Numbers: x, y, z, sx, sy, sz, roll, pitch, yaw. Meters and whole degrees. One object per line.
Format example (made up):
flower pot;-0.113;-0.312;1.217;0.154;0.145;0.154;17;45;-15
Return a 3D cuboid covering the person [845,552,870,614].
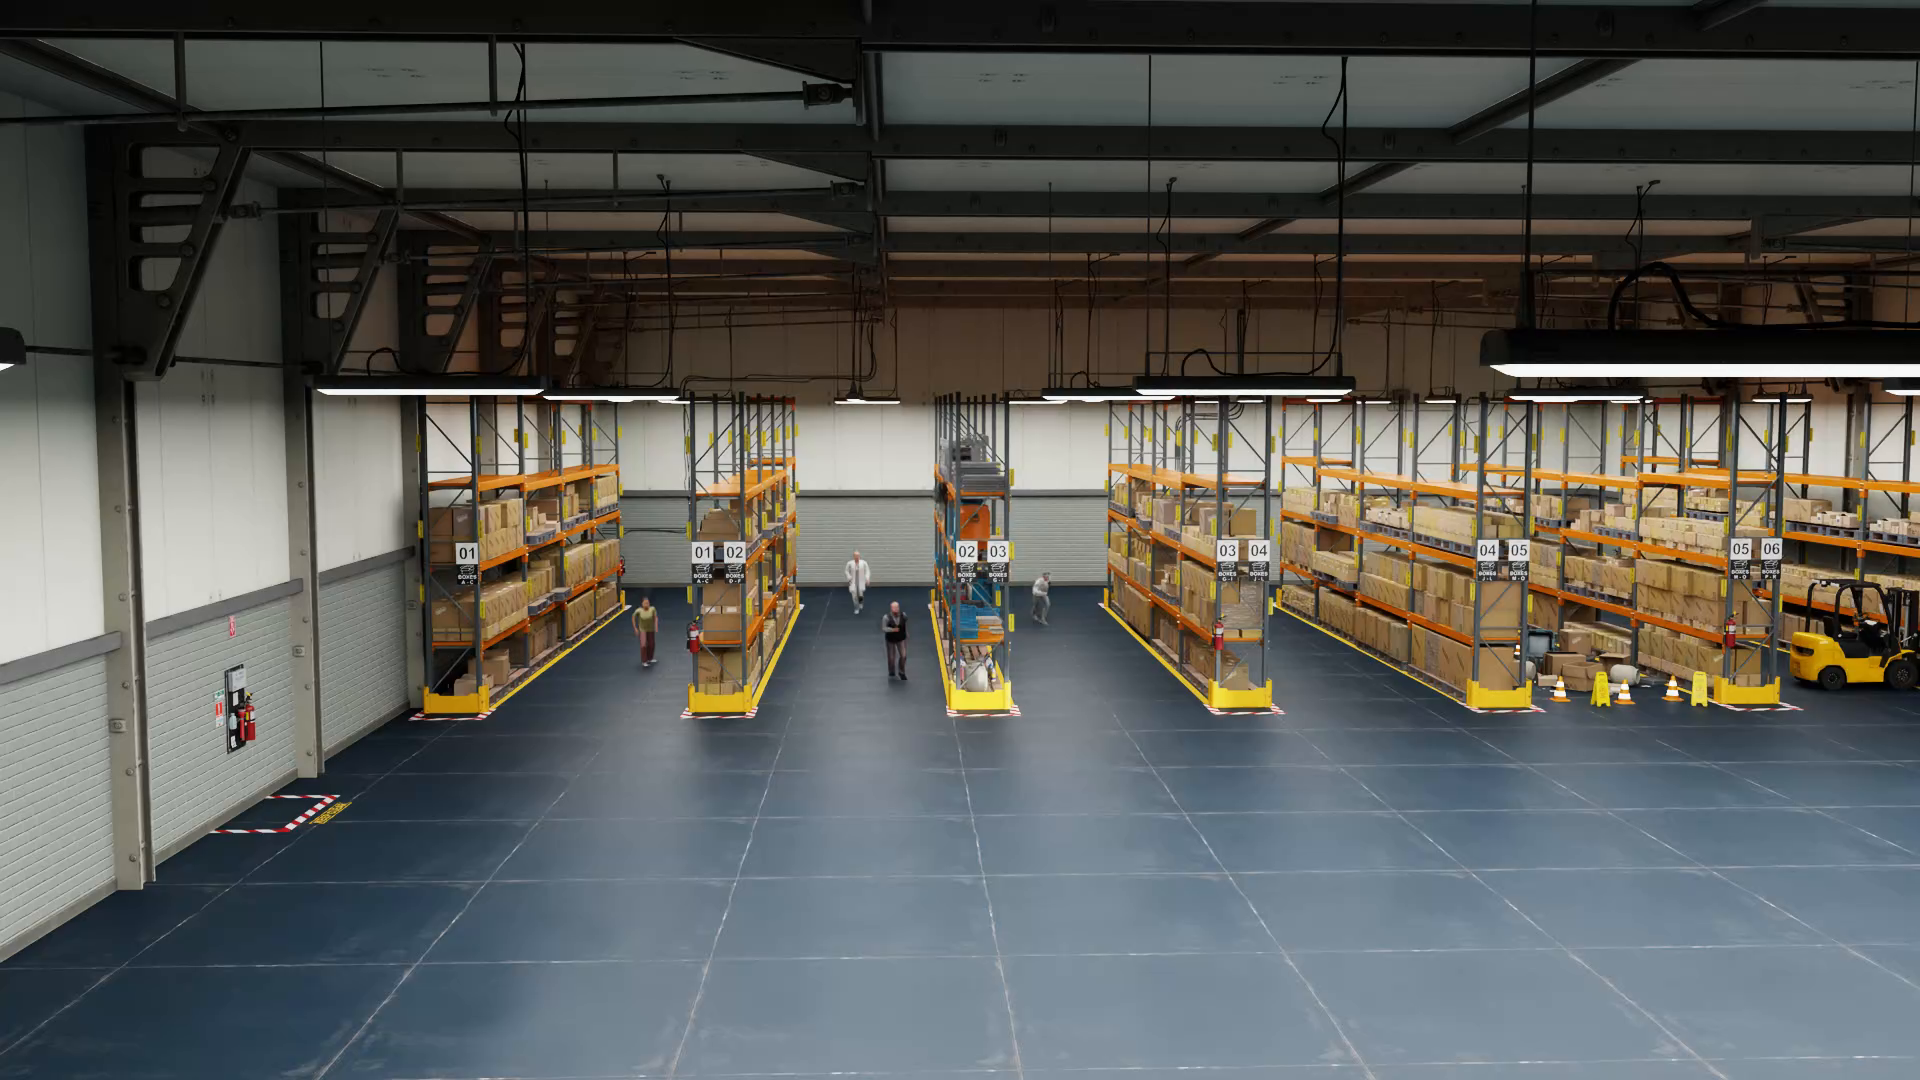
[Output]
person;-2.845;1.183;46.014;0.695;1.722;0.672;0;5;-3

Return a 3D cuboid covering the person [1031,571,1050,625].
person;2.084;1.504;43.927;0.603;1.461;1.105;-2;5;-27

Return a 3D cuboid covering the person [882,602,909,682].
person;-1.349;2.107;34.701;0.580;1.669;0.939;-1;5;-9

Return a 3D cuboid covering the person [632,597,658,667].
person;-6.959;1.998;36.728;0.625;1.564;0.763;-3;5;-29
